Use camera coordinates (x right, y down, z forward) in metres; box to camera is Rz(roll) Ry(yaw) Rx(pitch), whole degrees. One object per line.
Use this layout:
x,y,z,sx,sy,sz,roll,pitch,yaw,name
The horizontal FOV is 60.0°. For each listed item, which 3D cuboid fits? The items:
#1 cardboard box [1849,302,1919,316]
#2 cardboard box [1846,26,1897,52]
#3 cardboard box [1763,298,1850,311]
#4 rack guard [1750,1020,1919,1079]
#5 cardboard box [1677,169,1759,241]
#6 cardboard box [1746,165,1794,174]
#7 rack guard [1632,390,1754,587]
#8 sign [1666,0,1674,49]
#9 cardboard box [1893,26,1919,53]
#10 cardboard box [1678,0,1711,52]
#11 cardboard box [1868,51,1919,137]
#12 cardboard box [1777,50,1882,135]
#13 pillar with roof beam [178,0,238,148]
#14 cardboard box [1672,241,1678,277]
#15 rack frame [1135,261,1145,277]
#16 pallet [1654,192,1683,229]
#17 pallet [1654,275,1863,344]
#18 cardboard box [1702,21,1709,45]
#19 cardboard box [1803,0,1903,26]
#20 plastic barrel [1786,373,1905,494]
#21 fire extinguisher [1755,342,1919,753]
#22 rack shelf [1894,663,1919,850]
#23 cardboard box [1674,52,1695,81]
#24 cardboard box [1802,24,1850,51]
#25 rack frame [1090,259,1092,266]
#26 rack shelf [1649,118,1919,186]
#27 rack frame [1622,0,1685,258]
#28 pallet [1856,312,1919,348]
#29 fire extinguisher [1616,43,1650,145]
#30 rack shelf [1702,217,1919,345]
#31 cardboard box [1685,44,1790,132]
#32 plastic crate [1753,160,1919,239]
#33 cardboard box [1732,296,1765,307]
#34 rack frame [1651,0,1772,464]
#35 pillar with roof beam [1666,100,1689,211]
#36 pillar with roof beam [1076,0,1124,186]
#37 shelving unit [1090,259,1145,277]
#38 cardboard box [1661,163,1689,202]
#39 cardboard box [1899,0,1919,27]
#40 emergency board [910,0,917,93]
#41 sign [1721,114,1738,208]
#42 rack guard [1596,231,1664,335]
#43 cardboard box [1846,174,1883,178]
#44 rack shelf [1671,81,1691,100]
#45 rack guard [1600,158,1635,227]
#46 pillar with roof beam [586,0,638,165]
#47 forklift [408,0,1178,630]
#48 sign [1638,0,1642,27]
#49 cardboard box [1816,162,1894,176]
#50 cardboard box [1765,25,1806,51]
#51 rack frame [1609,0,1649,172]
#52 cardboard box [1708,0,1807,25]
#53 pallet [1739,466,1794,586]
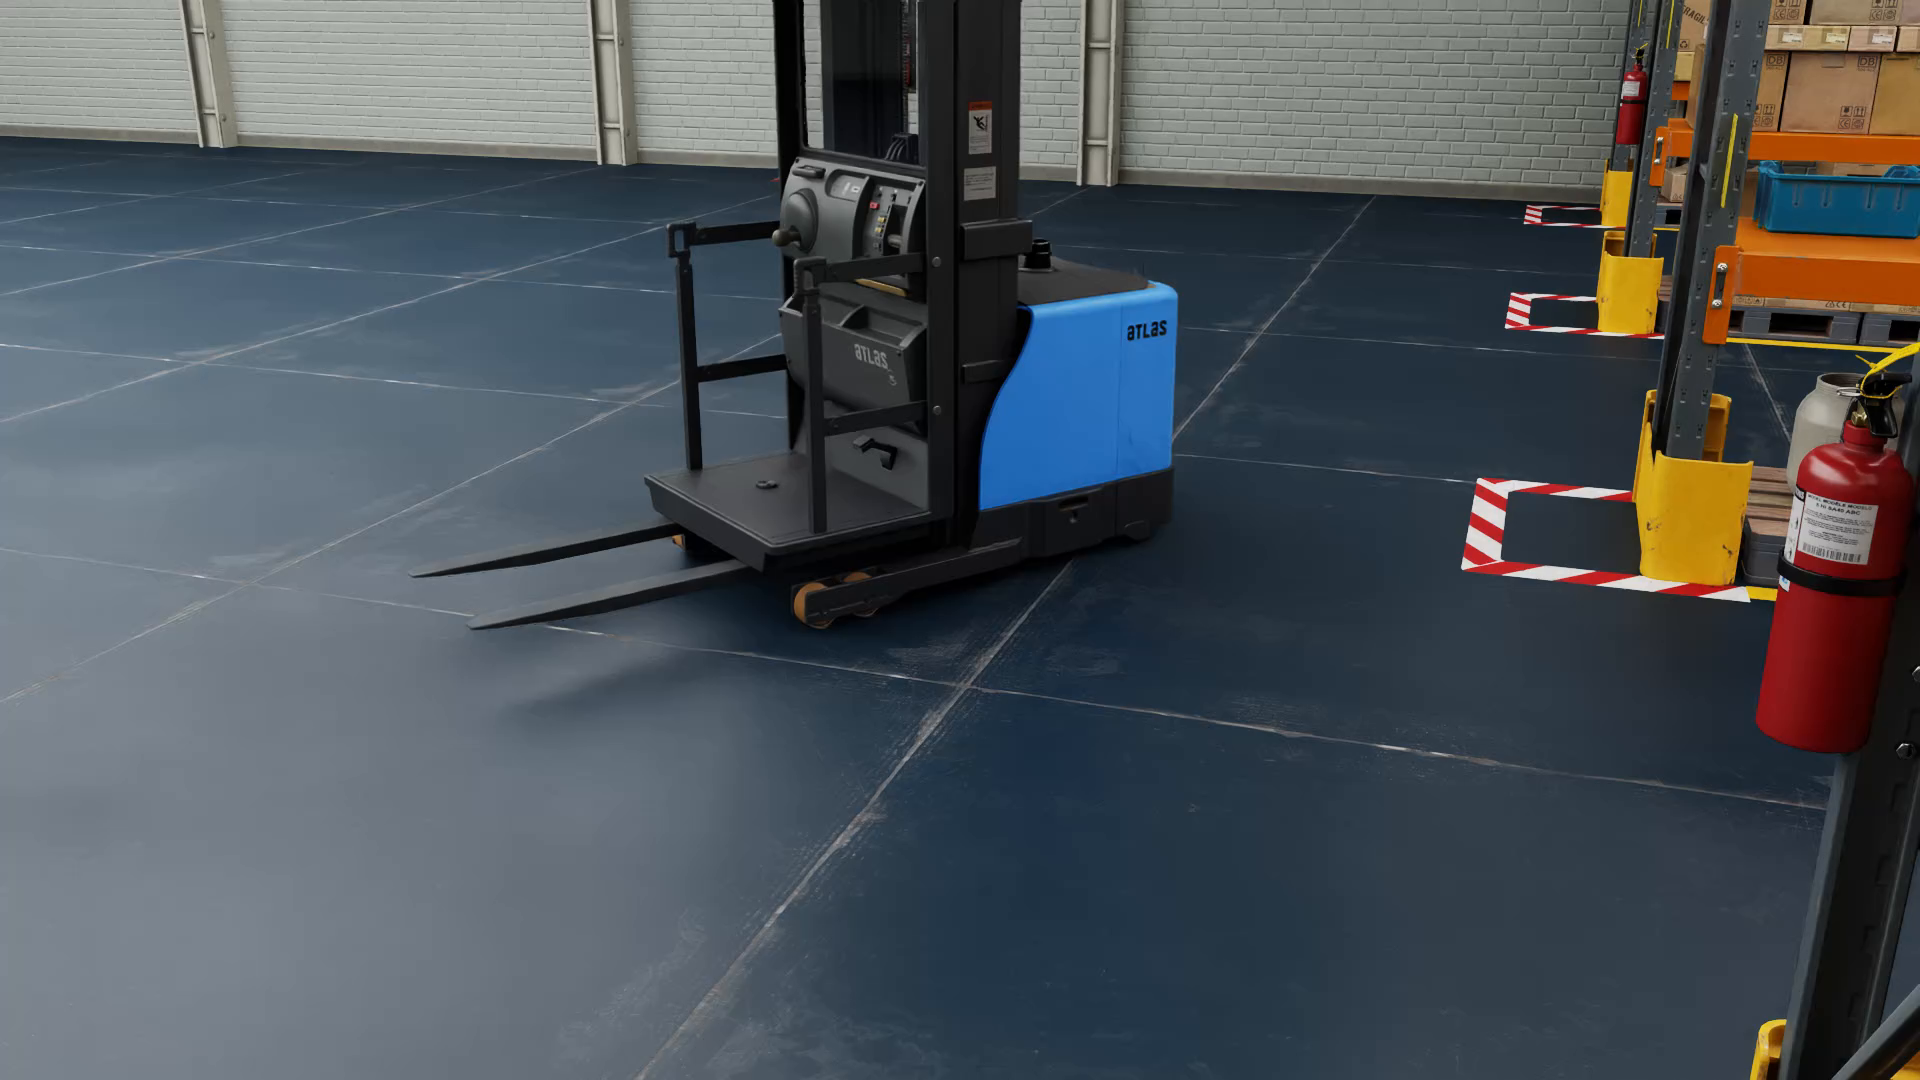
5.996,-1.626,10.724,0.500,0.250,0.500,7,20,18,cardboard box
5.640,-3.122,10.338,0.250,0.149,0.380,6,20,17,cardboard box
5.524,-1.681,10.880,0.500,0.250,0.500,7,20,18,cardboard box
1.434,1.308,2.565,0.348,0.500,1.175,7,20,18,rack guard
5.221,-2.249,11.372,0.500,0.500,0.500,7,20,18,cardboard box
7.401,-3.275,15.331,0.500,0.311,0.500,8,21,23,cardboard box
3.075,-0.247,7.025,0.348,0.500,1.175,7,20,18,rack guard
4.429,-3.235,10.364,0.005,0.325,0.100,7,20,18,sign
5.892,-3.094,10.257,0.250,0.149,0.380,6,20,16,cardboard box
6.591,-4.649,14.914,0.500,0.500,0.500,7,20,18,cardboard box
6.018,-2.843,10.523,0.500,0.500,0.700,7,20,18,cardboard box
5.551,-2.898,10.682,0.500,0.500,0.700,7,20,19,cardboard box
-11.232,-8.133,16.737,0.400,9.000,9.100,7,20,18,pillar with roof beam
5.220,-1.895,11.493,0.500,0.250,0.500,7,20,18,cardboard box
0.800,-0.726,7.563,0.008,1.050,0.200,6,20,16,rack frame
7.066,-3.078,15.585,1.213,0.211,1.003,7,20,18,pallet
5.353,-1.574,11.272,1.213,0.211,1.003,7,20,18,pallet
5.040,-3.332,10.941,0.250,0.149,0.380,6,20,17,cardboard box
5.602,-3.505,10.452,0.500,0.500,0.700,6,20,17,cardboard box
3.634,-0.397,6.800,0.421,0.512,0.421,0,19,0,plastic barrel
1.405,0.000,2.637,0.183,0.674,0.296,7,20,18,fire extinguisher
3.251,0.675,1.676,4.000,0.370,1.077,7,20,18,rack shelf
6.595,-4.288,15.019,0.500,0.250,0.500,6,20,16,cardboard box
5.402,-3.150,10.418,0.250,0.149,0.380,7,20,18,cardboard box
0.567,-0.750,7.632,0.008,1.050,0.200,6,20,16,rack frame
6.506,-2.405,10.511,4.000,0.370,1.077,7,20,18,rack shelf
4.617,-2.961,11.013,0.127,3.000,1.000,7,20,18,rack frame
6.501,-1.442,10.892,1.213,0.211,1.003,7,20,18,pallet
4.657,-3.081,11.476,0.183,0.674,0.296,7,20,18,fire extinguisher
4.877,-0.865,6.094,4.000,0.370,1.077,7,20,18,rack shelf
5.053,-2.953,10.840,0.500,0.500,0.700,7,20,18,cardboard box
3.558,-1.390,6.732,0.616,0.251,0.499,7,20,18,plastic crate
5.050,-1.733,11.031,0.500,0.250,0.500,7,20,18,cardboard box
2.987,-1.421,6.595,0.127,3.000,1.000,7,20,18,rack frame
5.771,-6.189,11.160,0.400,9.000,9.100,7,20,18,pillar with roof beam
0.103,-6.837,13.019,0.400,9.000,9.100,7,20,18,pillar with roof beam
0.684,-0.738,7.597,0.252,1.050,0.215,6,20,16,shelving unit
6.863,-3.337,15.508,0.500,0.311,0.500,4,20,12,cardboard box
6.078,-3.451,10.297,0.500,0.500,0.700,7,20,18,cardboard box
-0.806,-5.622,18.646,0.643,1.169,0.194,7,20,18,emergency board
2.803,-1.381,6.061,0.005,0.325,0.100,7,20,18,sign
4.594,-1.783,11.431,0.348,0.500,1.175,7,20,18,rack guard
6.170,-2.146,11.075,0.500,0.500,0.500,7,20,18,cardboard box
8.128,-3.946,14.931,4.000,0.370,1.077,7,20,18,rack shelf
6.310,-3.313,15.820,0.348,0.500,1.175,7,20,18,rack guard
-5.564,-7.485,14.878,0.400,9.000,9.100,7,20,18,pillar with roof beam
-0.587,-1.255,6.224,3.031,2.935,1.130,-13,23,-33,forklift
6.061,-4.741,14.806,0.005,0.325,0.100,7,20,18,sign
8.078,-3.270,15.028,0.500,0.500,0.700,5,20,15,cardboard box
5.167,-3.177,10.496,0.250,0.149,0.380,6,20,17,cardboard box
6.239,-4.501,15.432,0.127,3.000,1.000,7,20,18,rack frame
5.103,-3.560,10.610,0.500,0.500,0.700,7,20,18,cardboard box
3.840,-0.021,6.816,1.213,0.211,1.003,7,20,18,pallet
